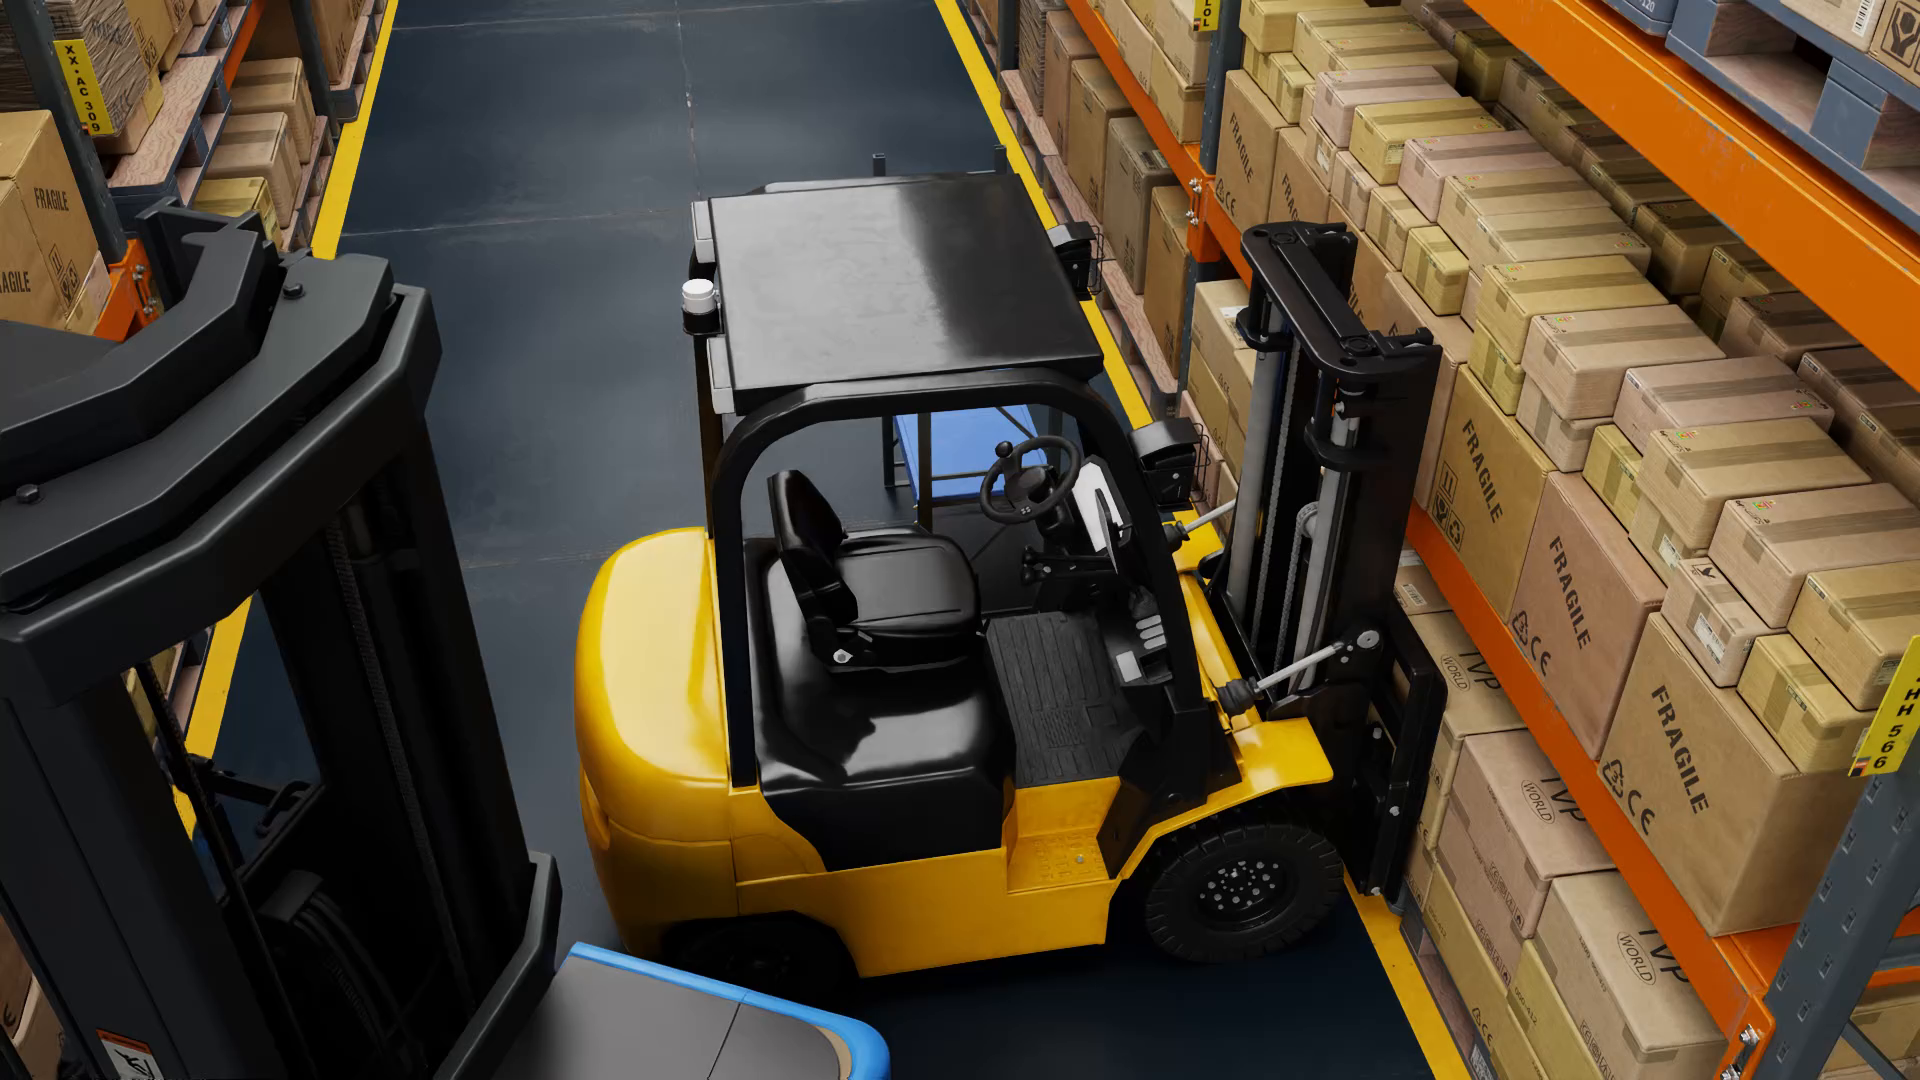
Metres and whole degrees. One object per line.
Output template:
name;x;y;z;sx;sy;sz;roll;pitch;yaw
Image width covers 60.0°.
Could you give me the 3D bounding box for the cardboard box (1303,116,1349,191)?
cardboard box;1.321;-1.243;5.294;0.380;0.149;0.250;-5;38;-7

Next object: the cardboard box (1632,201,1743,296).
cardboard box;2.044;-0.796;4.476;0.380;0.149;0.250;-6;38;-8

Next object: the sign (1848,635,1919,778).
sign;1.598;0.280;2.808;0.100;0.325;0.005;-6;38;-8

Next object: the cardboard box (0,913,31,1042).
cardboard box;-2.721;1.094;4.184;0.500;0.500;0.500;-8;38;-10

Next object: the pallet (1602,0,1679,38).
pallet;1.819;-1.537;3.911;1.003;0.211;1.213;-6;38;-8

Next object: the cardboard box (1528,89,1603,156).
cardboard box;1.981;-1.270;5.088;0.380;0.149;0.250;-7;38;-9

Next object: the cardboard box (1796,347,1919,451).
cardboard box;2.185;-0.329;3.876;0.380;0.149;0.250;-6;38;-8

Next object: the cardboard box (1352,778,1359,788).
cardboard box;1.472;0.535;5.515;0.500;0.250;0.500;-5;38;-7

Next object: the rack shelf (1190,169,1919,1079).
rack shelf;1.784;-0.143;5.076;1.077;0.370;4.000;-6;38;-8

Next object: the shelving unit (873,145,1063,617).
shelving unit;0.015;-0.541;6.224;0.538;1.500;1.048;-6;38;-8

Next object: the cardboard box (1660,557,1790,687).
cardboard box;1.724;0.155;3.496;0.380;0.149;0.250;-6;38;-7

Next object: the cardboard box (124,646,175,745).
cardboard box;-2.981;0.470;5.600;0.500;0.250;0.500;-7;38;-9

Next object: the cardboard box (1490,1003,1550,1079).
cardboard box;1.742;1.451;4.336;0.500;0.250;0.500;-6;38;-8

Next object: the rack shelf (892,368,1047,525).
rack shelf;0.015;-0.399;6.334;0.538;0.185;1.000;-6;38;-8

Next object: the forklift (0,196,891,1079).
forklift;-1.712;0.758;3.385;3.031;2.935;1.130;11;39;14

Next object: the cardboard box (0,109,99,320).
cardboard box;-3.130;-1.015;5.287;0.500;0.500;0.500;-7;38;-9

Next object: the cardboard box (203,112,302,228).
cardboard box;-3.927;-1.856;8.494;0.950;0.372;0.625;-7;38;-9

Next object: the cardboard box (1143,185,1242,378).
cardboard box;1.331;-1.177;7.414;0.875;0.625;0.625;-5;38;-6

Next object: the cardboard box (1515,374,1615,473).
cardboard box;1.614;-0.316;4.101;0.380;0.149;0.250;-7;38;-9

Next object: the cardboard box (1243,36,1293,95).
cardboard box;1.231;-1.710;5.896;0.380;0.149;0.250;-7;38;-9

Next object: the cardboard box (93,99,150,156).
cardboard box;-3.238;-1.534;6.142;0.380;0.149;0.250;-6;38;-7

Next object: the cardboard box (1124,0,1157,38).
cardboard box;0.999;-2.353;7.048;0.500;0.250;0.500;-7;38;-9

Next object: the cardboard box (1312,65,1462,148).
cardboard box;1.330;-1.356;5.198;0.380;0.149;0.250;-5;38;-7

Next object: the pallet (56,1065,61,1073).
pallet;-2.872;1.878;4.161;1.003;0.211;1.213;-6;38;-8

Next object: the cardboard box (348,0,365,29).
cardboard box;-4.345;-3.807;10.595;0.875;0.875;0.875;-6;38;-7

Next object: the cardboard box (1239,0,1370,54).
cardboard box;1.198;-1.824;5.800;0.380;0.149;0.250;-5;38;-7

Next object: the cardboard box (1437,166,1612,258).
cardboard box;1.563;-0.906;4.618;0.380;0.149;0.250;-6;38;-8

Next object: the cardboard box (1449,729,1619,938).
cardboard box;1.652;0.753;4.419;0.500;0.250;0.500;-6;38;-7

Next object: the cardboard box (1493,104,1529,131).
cardboard box;1.943;-1.304;5.373;0.380;0.149;0.250;-6;38;-8

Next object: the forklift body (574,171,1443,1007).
forklift body;0.007;0.167;4.782;2.313;2.155;1.214;-6;38;-8

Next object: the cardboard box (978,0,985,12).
cardboard box;0.369;-3.766;10.847;0.500;0.500;0.500;-7;38;-9

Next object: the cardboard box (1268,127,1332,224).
cardboard box;1.362;-1.066;5.596;0.500;0.500;0.500;-6;38;-7

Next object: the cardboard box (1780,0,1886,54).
cardboard box;1.691;-0.978;2.900;0.380;0.149;0.250;-7;38;-9

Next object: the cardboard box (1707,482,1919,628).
cardboard box;1.791;0.028;3.416;0.380;0.149;0.250;-6;38;-8

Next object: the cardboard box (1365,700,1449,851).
cardboard box;1.553;0.629;4.987;0.500;0.250;0.500;-7;38;-9

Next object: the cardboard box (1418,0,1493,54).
cardboard box;1.790;-1.732;5.682;0.380;0.149;0.250;-7;38;-9

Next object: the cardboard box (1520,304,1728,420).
cardboard box;1.593;-0.431;4.007;0.380;0.149;0.250;-5;38;-7

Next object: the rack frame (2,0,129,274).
rack frame;-3.452;-1.099;5.720;1.000;3.000;0.127;-6;38;-8

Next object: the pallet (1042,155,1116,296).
pallet;1.049;-1.713;8.783;1.003;0.211;1.213;-6;38;-8

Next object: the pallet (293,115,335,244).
pallet;-4.018;-1.942;9.078;1.003;0.211;1.213;-6;38;-8

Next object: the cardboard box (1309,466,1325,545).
cardboard box;1.388;-0.175;5.614;0.500;0.250;0.500;-5;38;-6

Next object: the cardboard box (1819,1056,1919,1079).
cardboard box;2.257;1.197;4.256;0.500;0.250;0.500;-6;38;-7

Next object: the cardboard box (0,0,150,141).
cardboard box;-3.252;-1.736;5.873;0.500;0.500;0.500;-5;38;-7

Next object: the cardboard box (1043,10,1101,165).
cardboard box;0.951;-2.507;9.126;0.875;0.625;0.625;-5;38;-6

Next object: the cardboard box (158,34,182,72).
cardboard box;-3.402;-2.008;6.752;0.380;0.149;0.250;-6;38;-7

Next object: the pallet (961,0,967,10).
pallet;0.428;-4.140;11.908;1.003;0.211;1.213;-6;38;-8

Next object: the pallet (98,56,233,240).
pallet;-3.443;-1.501;6.393;1.003;0.211;1.213;-6;38;-8

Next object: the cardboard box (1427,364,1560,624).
cardboard box;1.618;-0.152;4.419;0.500;0.500;0.500;-7;38;-9

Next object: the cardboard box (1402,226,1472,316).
cardboard box;1.482;-0.774;4.691;0.380;0.149;0.250;-7;38;-9

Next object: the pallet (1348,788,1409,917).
pallet;1.749;0.689;5.691;1.003;0.211;1.213;-6;38;-8

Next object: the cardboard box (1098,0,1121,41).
cardboard box;0.937;-2.459;7.592;0.500;0.250;0.500;-6;38;-8
